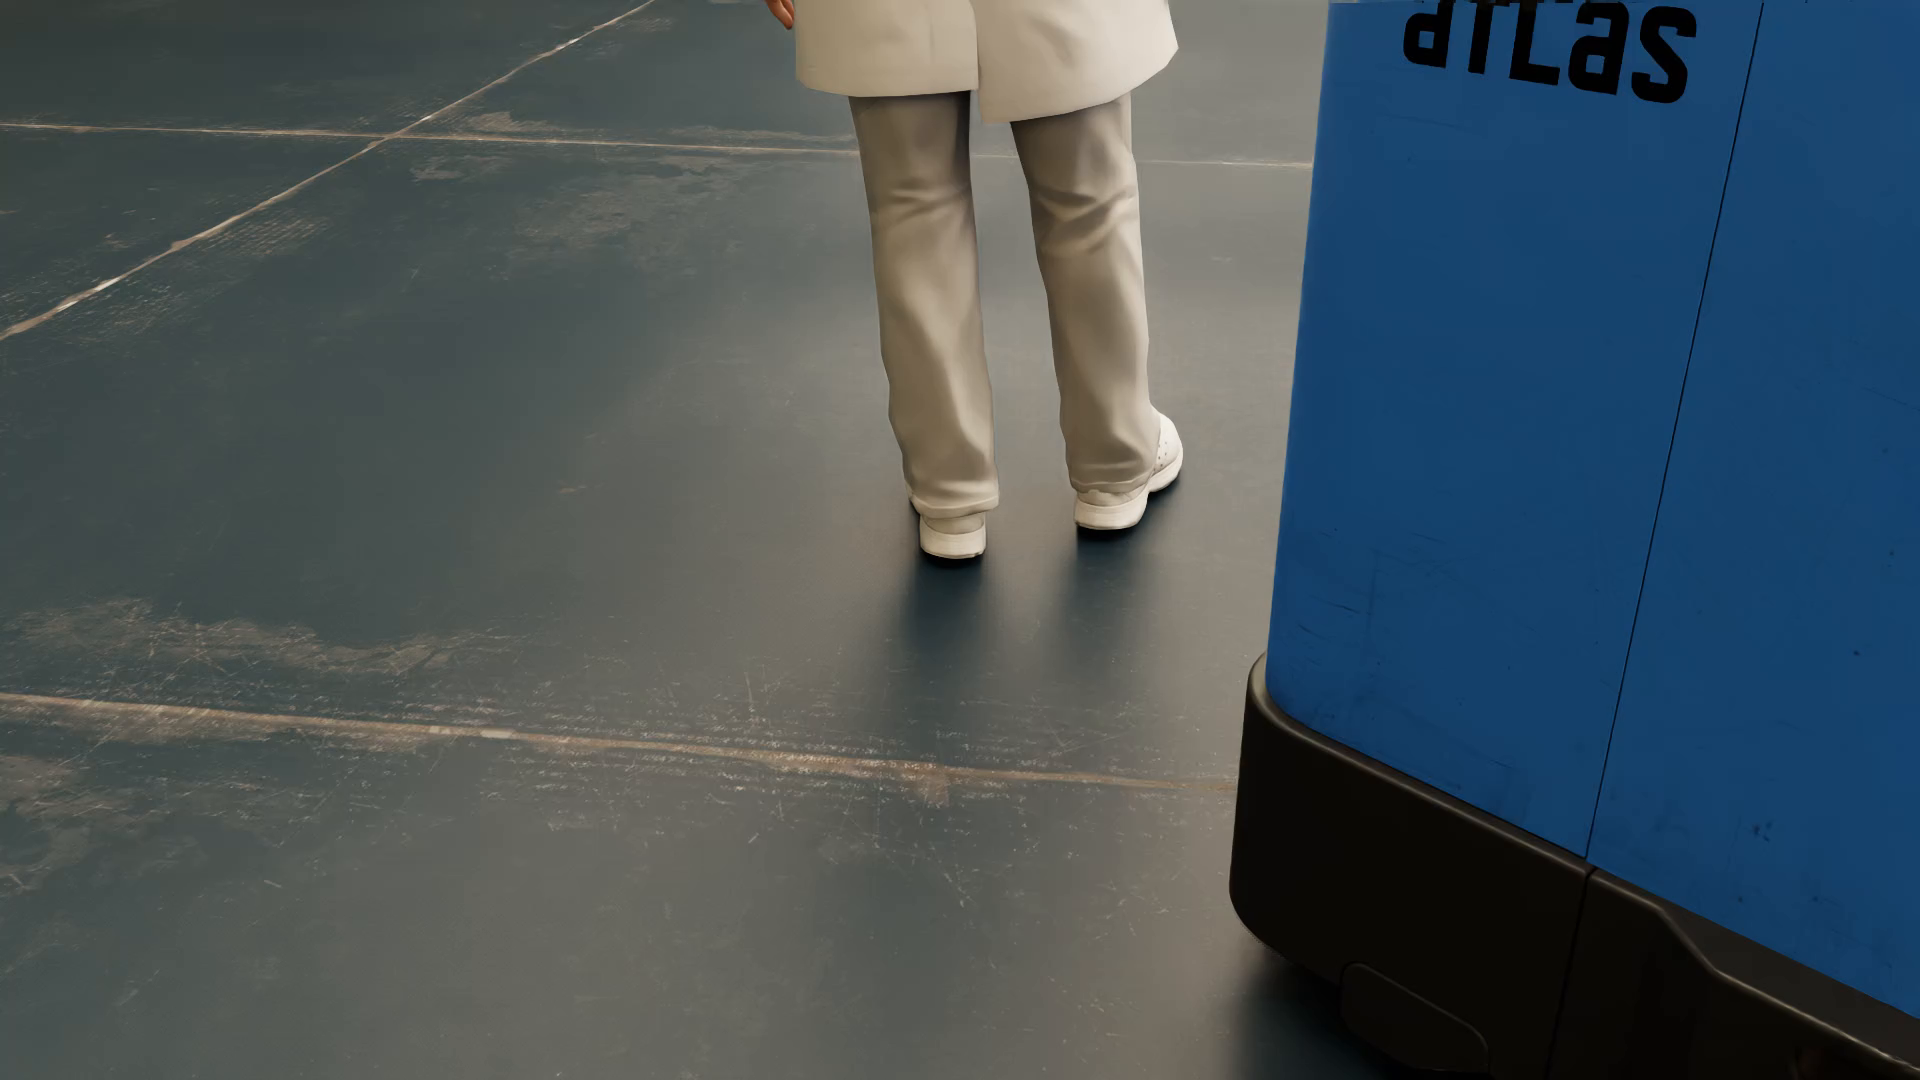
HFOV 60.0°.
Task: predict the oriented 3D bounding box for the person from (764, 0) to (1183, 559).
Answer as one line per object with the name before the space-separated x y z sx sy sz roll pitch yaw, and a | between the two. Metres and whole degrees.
person | 0.016 -0.842 2.180 0.698 1.777 0.580 3 27 7

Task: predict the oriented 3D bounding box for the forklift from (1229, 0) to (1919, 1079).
forklift | 1.651 -0.573 0.365 1.130 2.935 3.031 -23 35 -38
